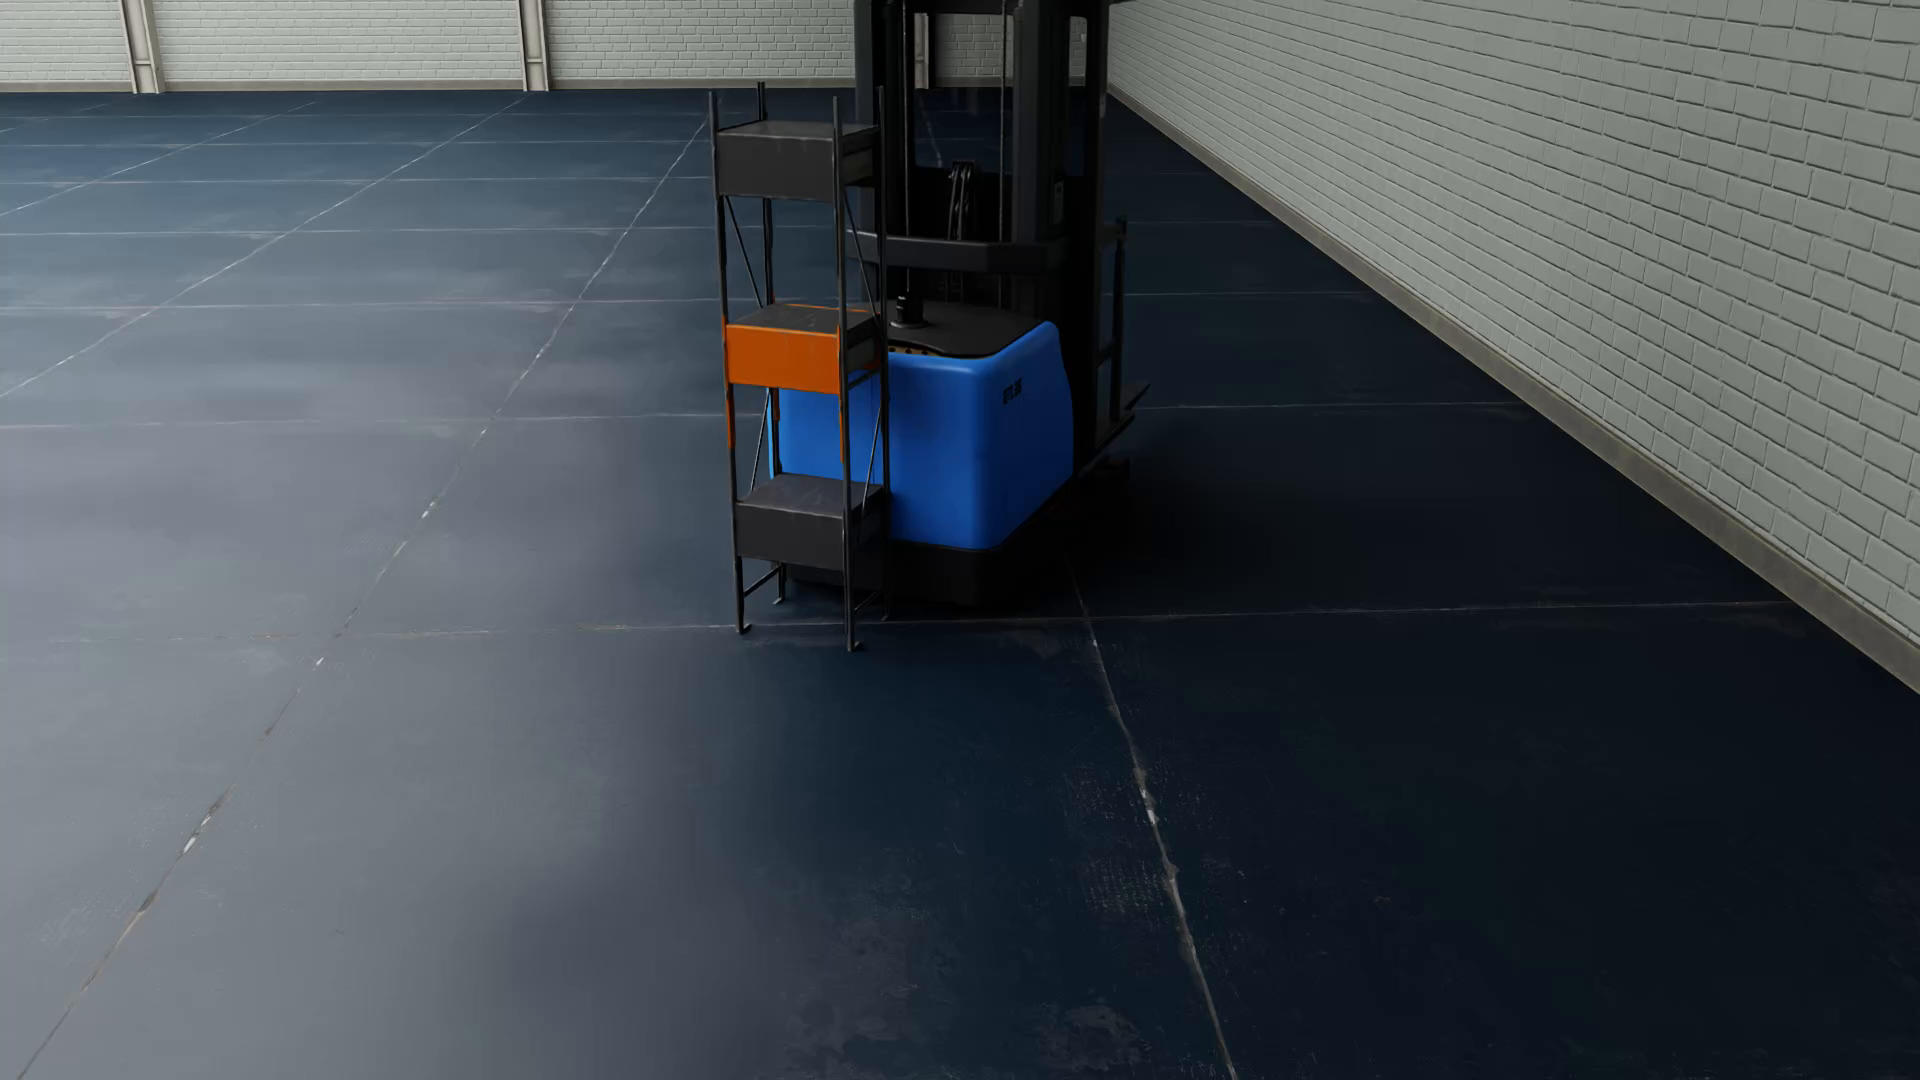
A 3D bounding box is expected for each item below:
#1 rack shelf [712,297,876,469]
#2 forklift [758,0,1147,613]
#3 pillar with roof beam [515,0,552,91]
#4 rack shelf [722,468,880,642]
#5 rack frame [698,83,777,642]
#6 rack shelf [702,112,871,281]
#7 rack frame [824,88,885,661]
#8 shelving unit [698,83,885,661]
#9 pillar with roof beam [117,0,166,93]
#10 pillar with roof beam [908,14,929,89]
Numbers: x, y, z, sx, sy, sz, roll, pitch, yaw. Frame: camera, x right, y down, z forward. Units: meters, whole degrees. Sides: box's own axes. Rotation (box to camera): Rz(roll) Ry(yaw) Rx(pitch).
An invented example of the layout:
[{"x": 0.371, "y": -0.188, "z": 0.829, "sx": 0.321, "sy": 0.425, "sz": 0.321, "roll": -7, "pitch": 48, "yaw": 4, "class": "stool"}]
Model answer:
[{"x": -0.611, "y": -0.603, "z": 6.291, "sx": 0.480, "sy": 0.518, "sz": 0.431, "roll": 8, "pitch": 22, "yaw": 20, "class": "rack shelf"}, {"x": 0.173, "y": -1.567, "z": 7.619, "sx": 1.130, "sy": 2.935, "sz": 3.031, "roll": 8, "pitch": 22, "yaw": 20, "class": "forklift"}, {"x": -6.444, "y": -9.809, "z": 20.738, "sx": 0.400, "sy": 9.000, "sz": 9.100, "roll": -1, "pitch": 21, "yaw": -3, "class": "pillar with roof beam"}, {"x": -0.611, "y": 0.052, "z": 6.540, "sx": 0.480, "sy": 0.518, "sz": 0.431, "roll": 8, "pitch": 22, "yaw": 20, "class": "rack shelf"}, {"x": -0.839, "y": -0.647, "z": 6.369, "sx": 0.015, "sy": 2.100, "sz": 0.400, "roll": 8, "pitch": 22, "yaw": 20, "class": "rack frame"}, {"x": -0.611, "y": -1.257, "z": 6.042, "sx": 0.480, "sy": 0.518, "sz": 0.431, "roll": 8, "pitch": 22, "yaw": 20, "class": "rack shelf"}, {"x": -0.384, "y": -0.584, "z": 6.203, "sx": 0.015, "sy": 2.100, "sz": 0.400, "roll": 8, "pitch": 22, "yaw": 20, "class": "rack frame"}, {"x": -0.611, "y": -0.615, "z": 6.286, "sx": 0.503, "sy": 2.100, "sz": 0.431, "roll": 8, "pitch": 22, "yaw": 20, "class": "shelving unit"}, {"x": -12.434, "y": -9.687, "z": 20.418, "sx": 0.400, "sy": 9.000, "sz": 9.100, "roll": -1, "pitch": 21, "yaw": -3, "class": "pillar with roof beam"}, {"x": -0.454, "y": -9.931, "z": 21.058, "sx": 0.400, "sy": 9.000, "sz": 9.100, "roll": -1, "pitch": 21, "yaw": -3, "class": "pillar with roof beam"}]
